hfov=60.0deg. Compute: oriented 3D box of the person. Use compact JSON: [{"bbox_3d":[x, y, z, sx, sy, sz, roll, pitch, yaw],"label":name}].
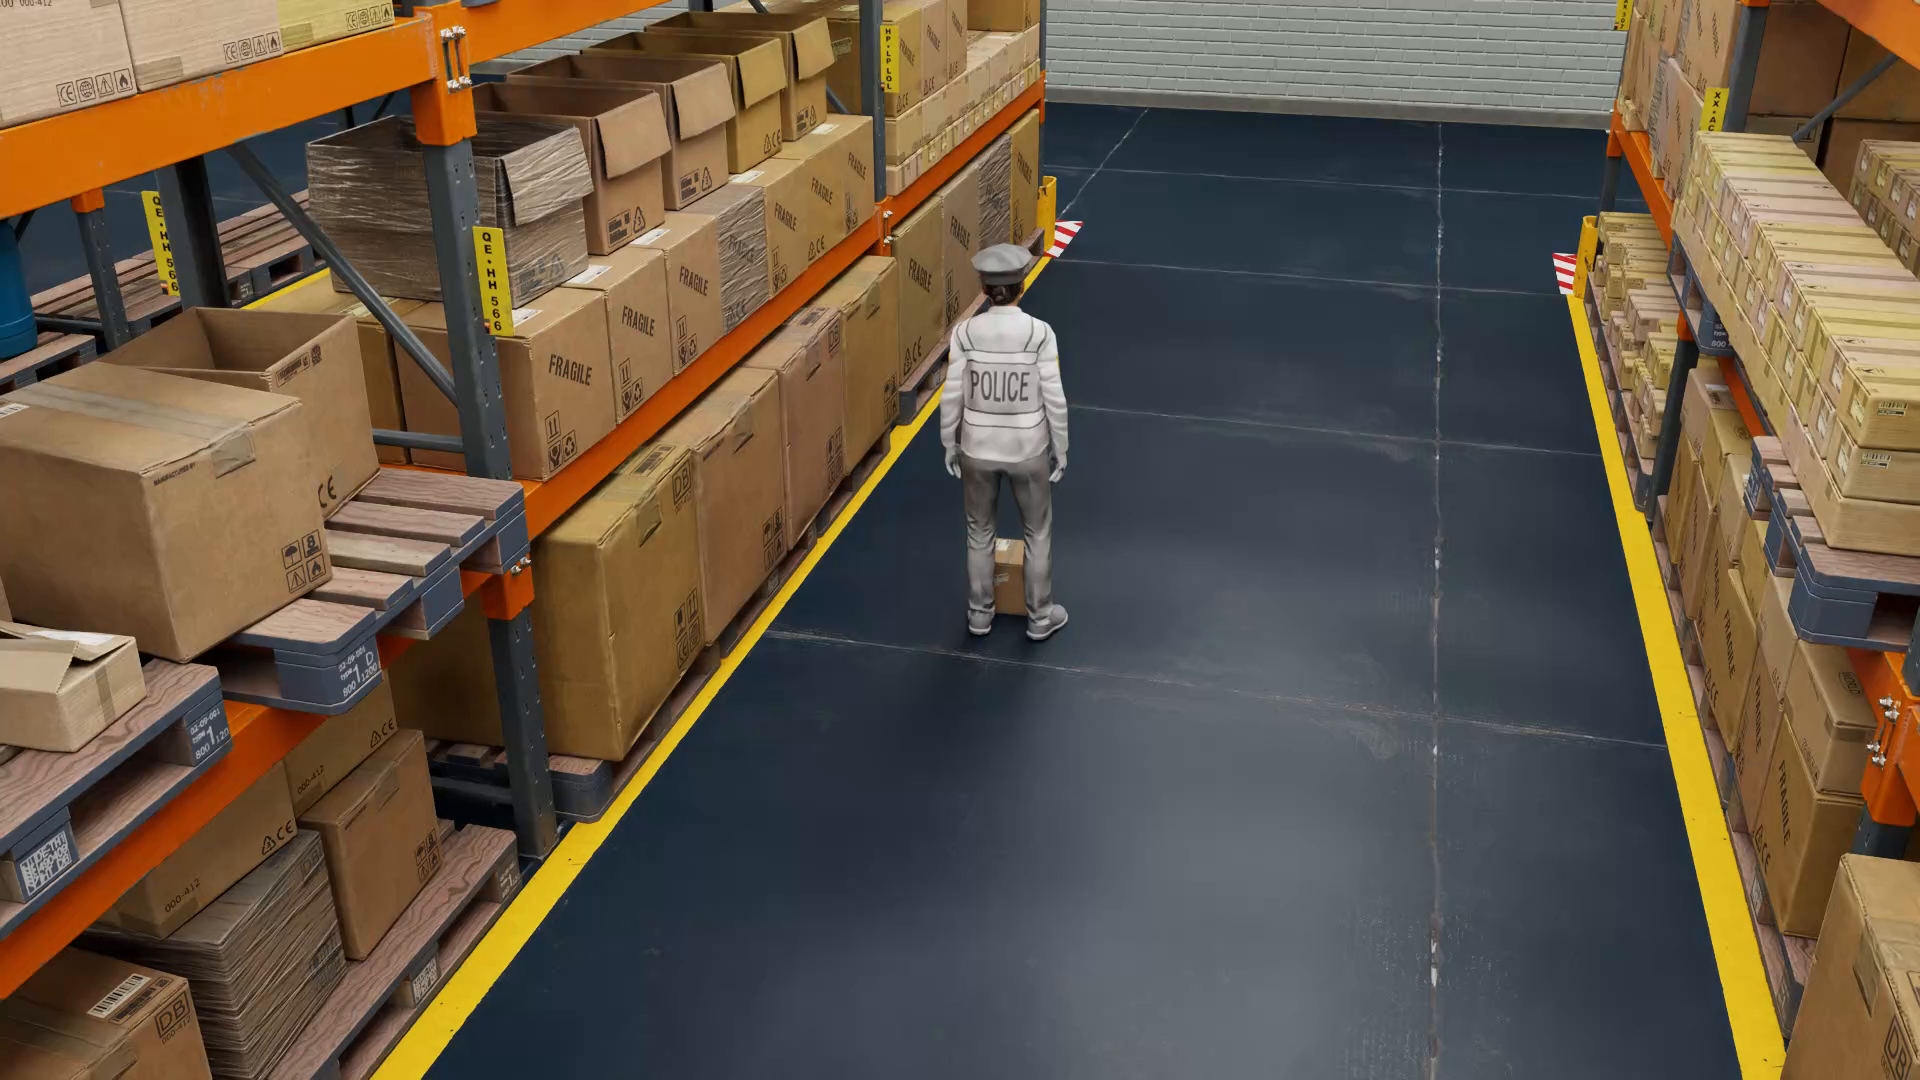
[{"bbox_3d":[0.188,-0.370,6.883,0.541,1.662,0.374,4,26,9],"label":"person"}]
